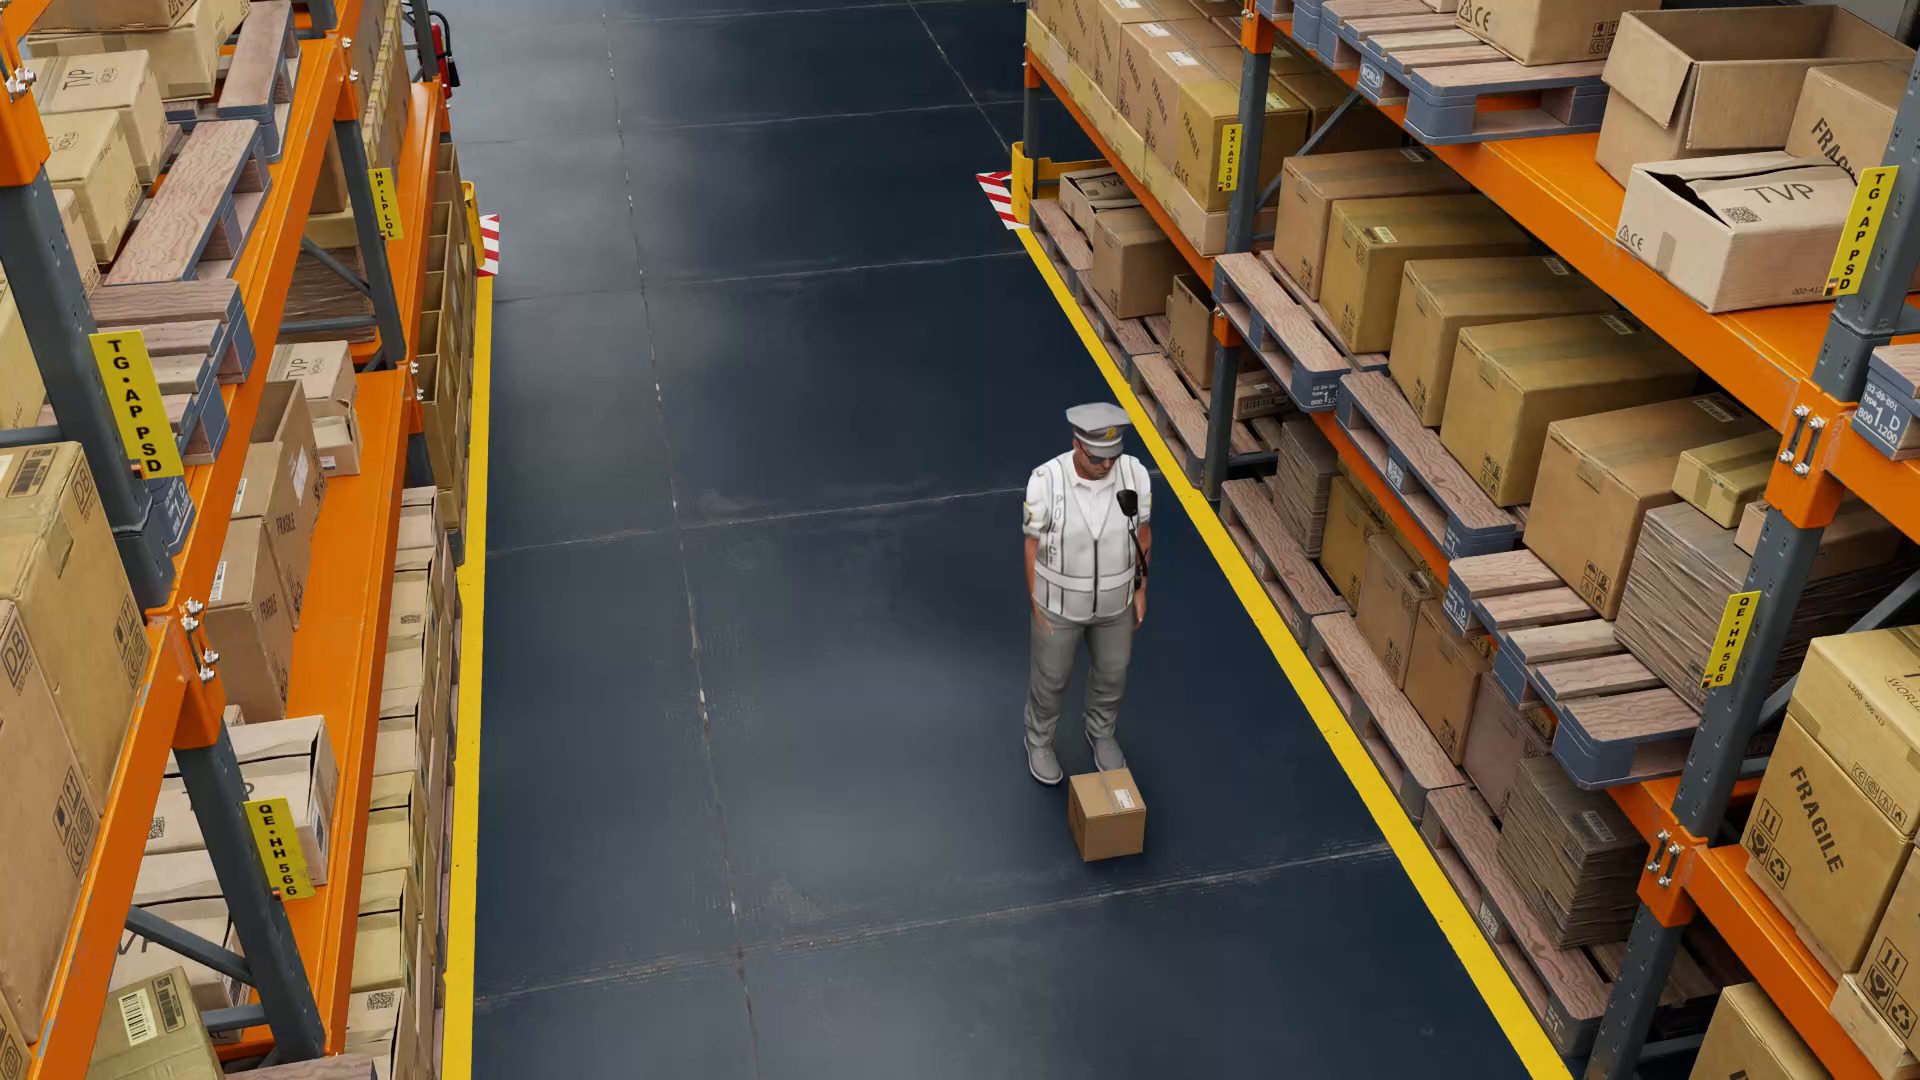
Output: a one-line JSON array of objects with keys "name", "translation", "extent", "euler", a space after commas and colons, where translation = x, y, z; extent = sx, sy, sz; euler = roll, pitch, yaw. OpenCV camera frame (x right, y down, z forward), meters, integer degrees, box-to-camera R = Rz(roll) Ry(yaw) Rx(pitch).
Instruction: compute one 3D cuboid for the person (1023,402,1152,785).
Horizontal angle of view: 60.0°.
[{"name": "person", "translation": [0.523, 0.231, 6.809], "extent": [0.529, 1.742, 0.392], "euler": [-7, 35, -9]}]
